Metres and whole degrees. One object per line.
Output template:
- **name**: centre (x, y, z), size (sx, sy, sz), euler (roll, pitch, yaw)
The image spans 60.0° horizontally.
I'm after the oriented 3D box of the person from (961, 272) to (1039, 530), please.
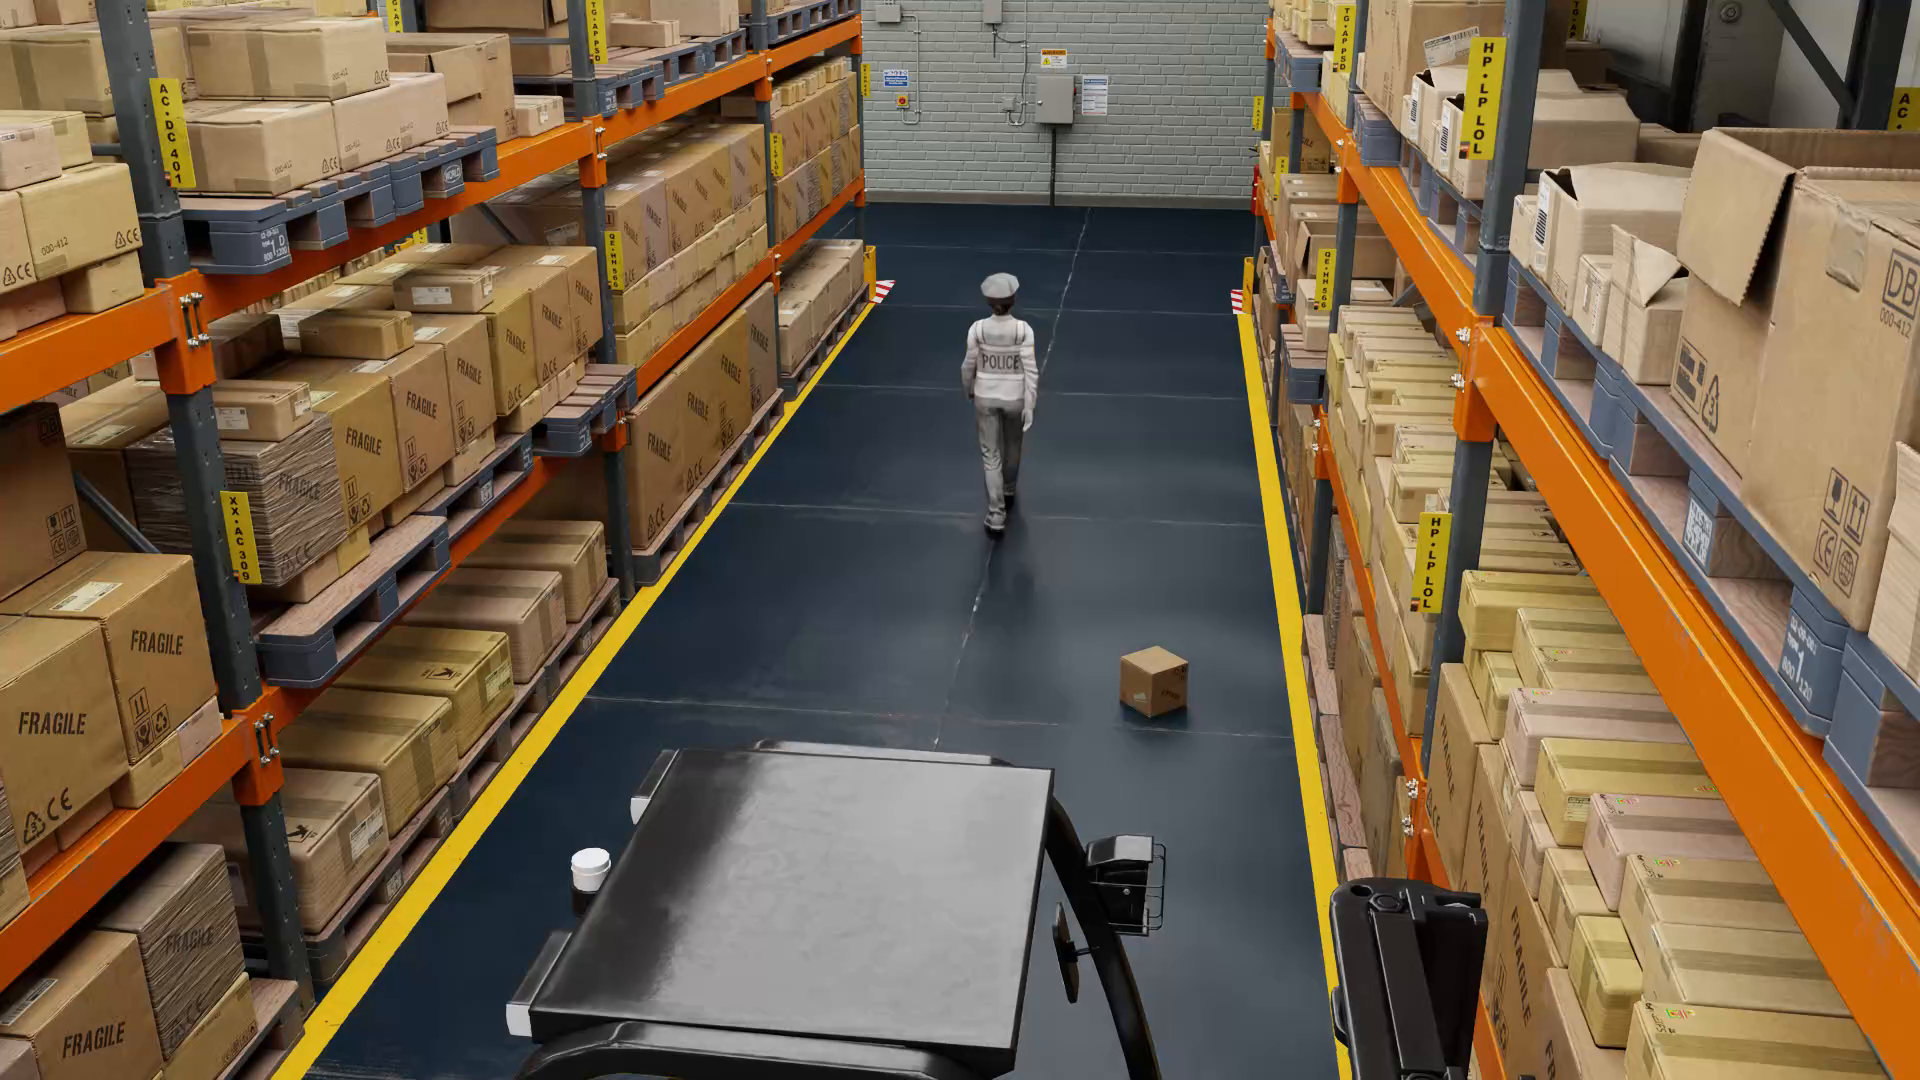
- **person**: centre (0.253, -0.968, 10.984), size (0.494, 1.631, 0.989), euler (-1, 21, -2)
